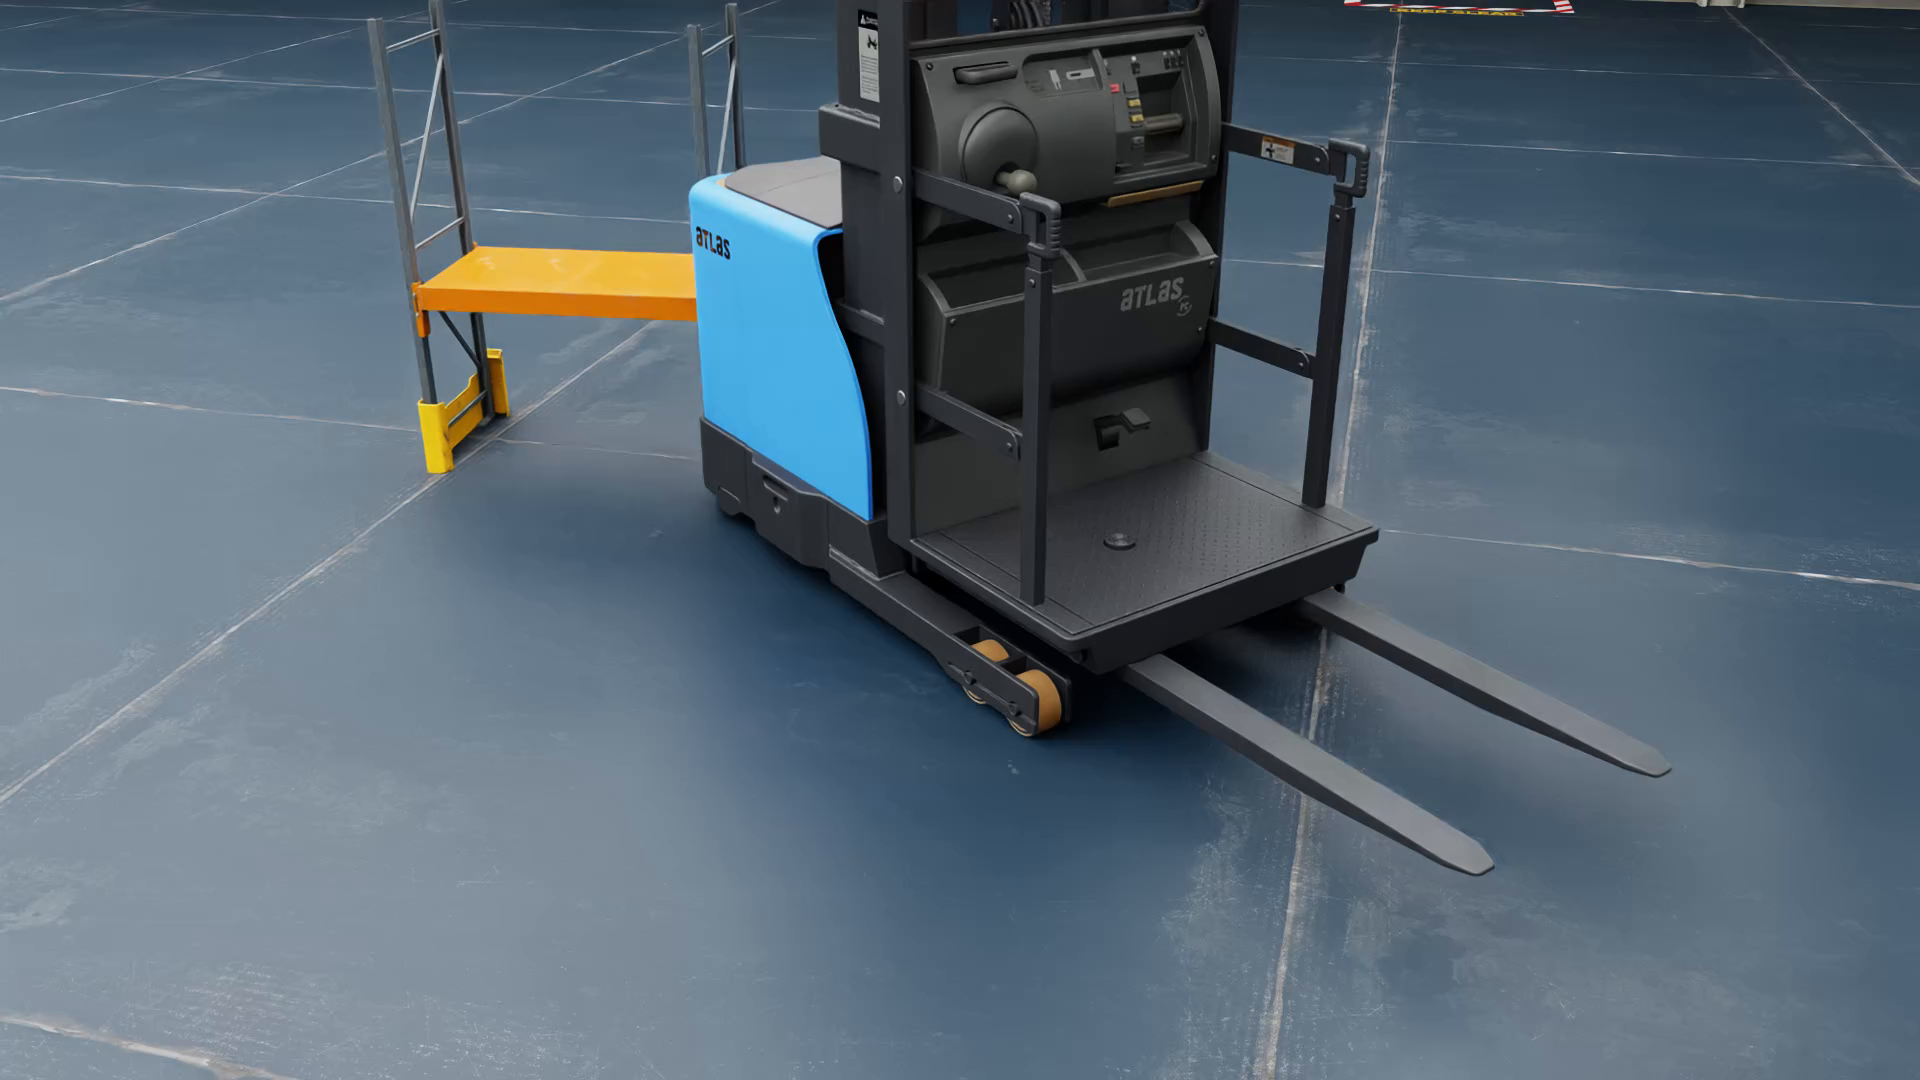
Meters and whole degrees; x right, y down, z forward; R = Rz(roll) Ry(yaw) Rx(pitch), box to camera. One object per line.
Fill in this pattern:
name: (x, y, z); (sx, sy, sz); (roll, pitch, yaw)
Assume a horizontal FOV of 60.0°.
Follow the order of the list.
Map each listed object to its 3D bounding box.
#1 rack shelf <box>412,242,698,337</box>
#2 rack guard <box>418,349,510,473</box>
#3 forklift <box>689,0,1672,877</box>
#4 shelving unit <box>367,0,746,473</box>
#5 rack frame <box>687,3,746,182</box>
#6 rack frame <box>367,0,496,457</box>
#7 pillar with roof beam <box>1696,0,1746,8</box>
rack shelf: (-1.281, -0.844, 5.696); (1.000, 0.185, 0.538); (3, 26, 7)
rack guard: (-1.766, -0.469, 5.944); (0.087, 0.250, 0.587); (3, 26, 7)
forklift: (0.424, -1.064, 4.075); (1.130, 2.935, 3.031); (-17, 30, -32)
shelving unit: (-1.272, -1.006, 5.618); (1.083, 1.500, 0.587); (3, 26, 7)
rack frame: (-0.777, -0.979, 5.560); (0.032, 1.500, 0.500); (3, 26, 7)
rack frame: (-1.785, -1.035, 5.678); (0.032, 1.500, 0.500); (3, 26, 7)
pillar with roof beam: (6.332, -7.485, 10.503); (0.400, 9.000, 9.100); (6, 26, 13)
